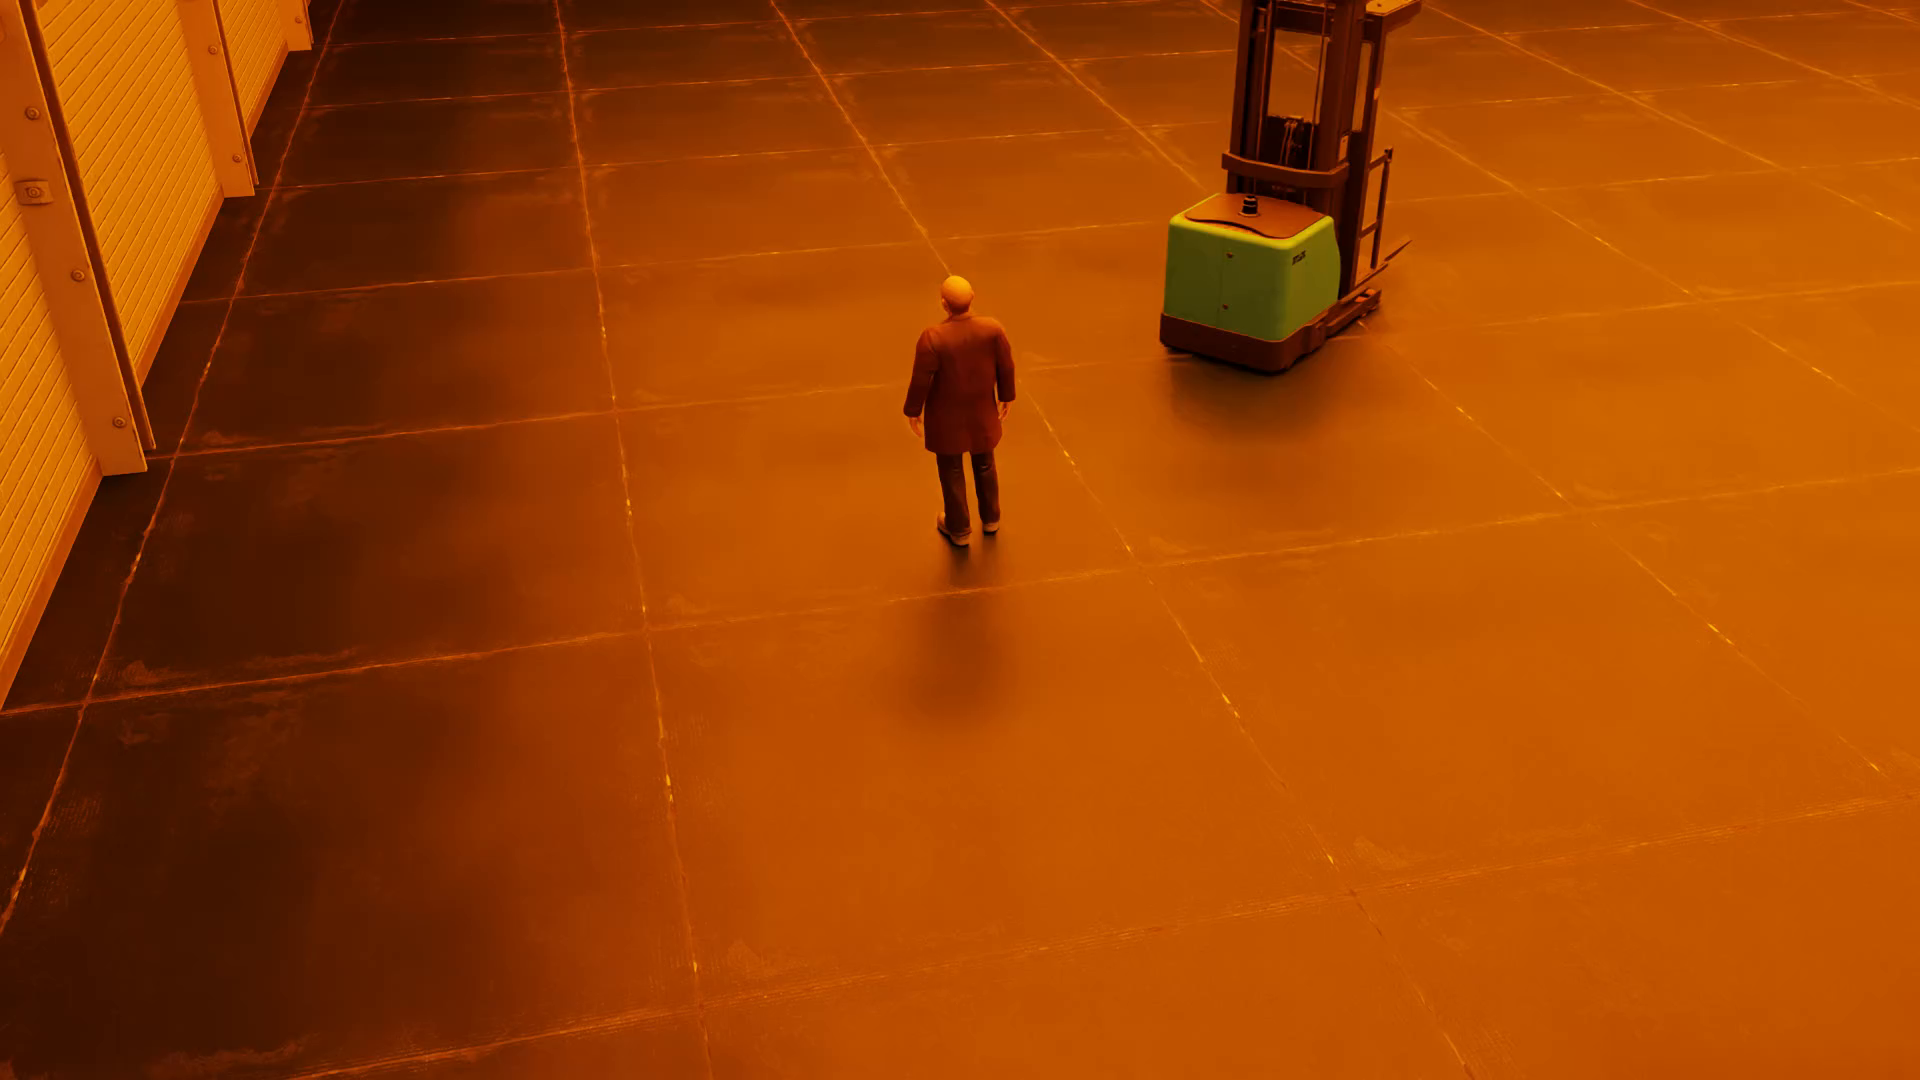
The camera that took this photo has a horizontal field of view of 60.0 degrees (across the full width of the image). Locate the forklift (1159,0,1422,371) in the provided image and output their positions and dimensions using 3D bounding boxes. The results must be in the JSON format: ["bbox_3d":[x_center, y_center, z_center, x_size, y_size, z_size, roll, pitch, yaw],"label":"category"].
[{"bbox_3d":[2.835,-3.227,13.150,1.130,2.935,3.031,20,35,30],"label":"forklift"}]

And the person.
[{"bbox_3d":[-0.018,-0.821,10.129,0.698,1.778,0.579,-7,31,-12],"label":"person"}]
